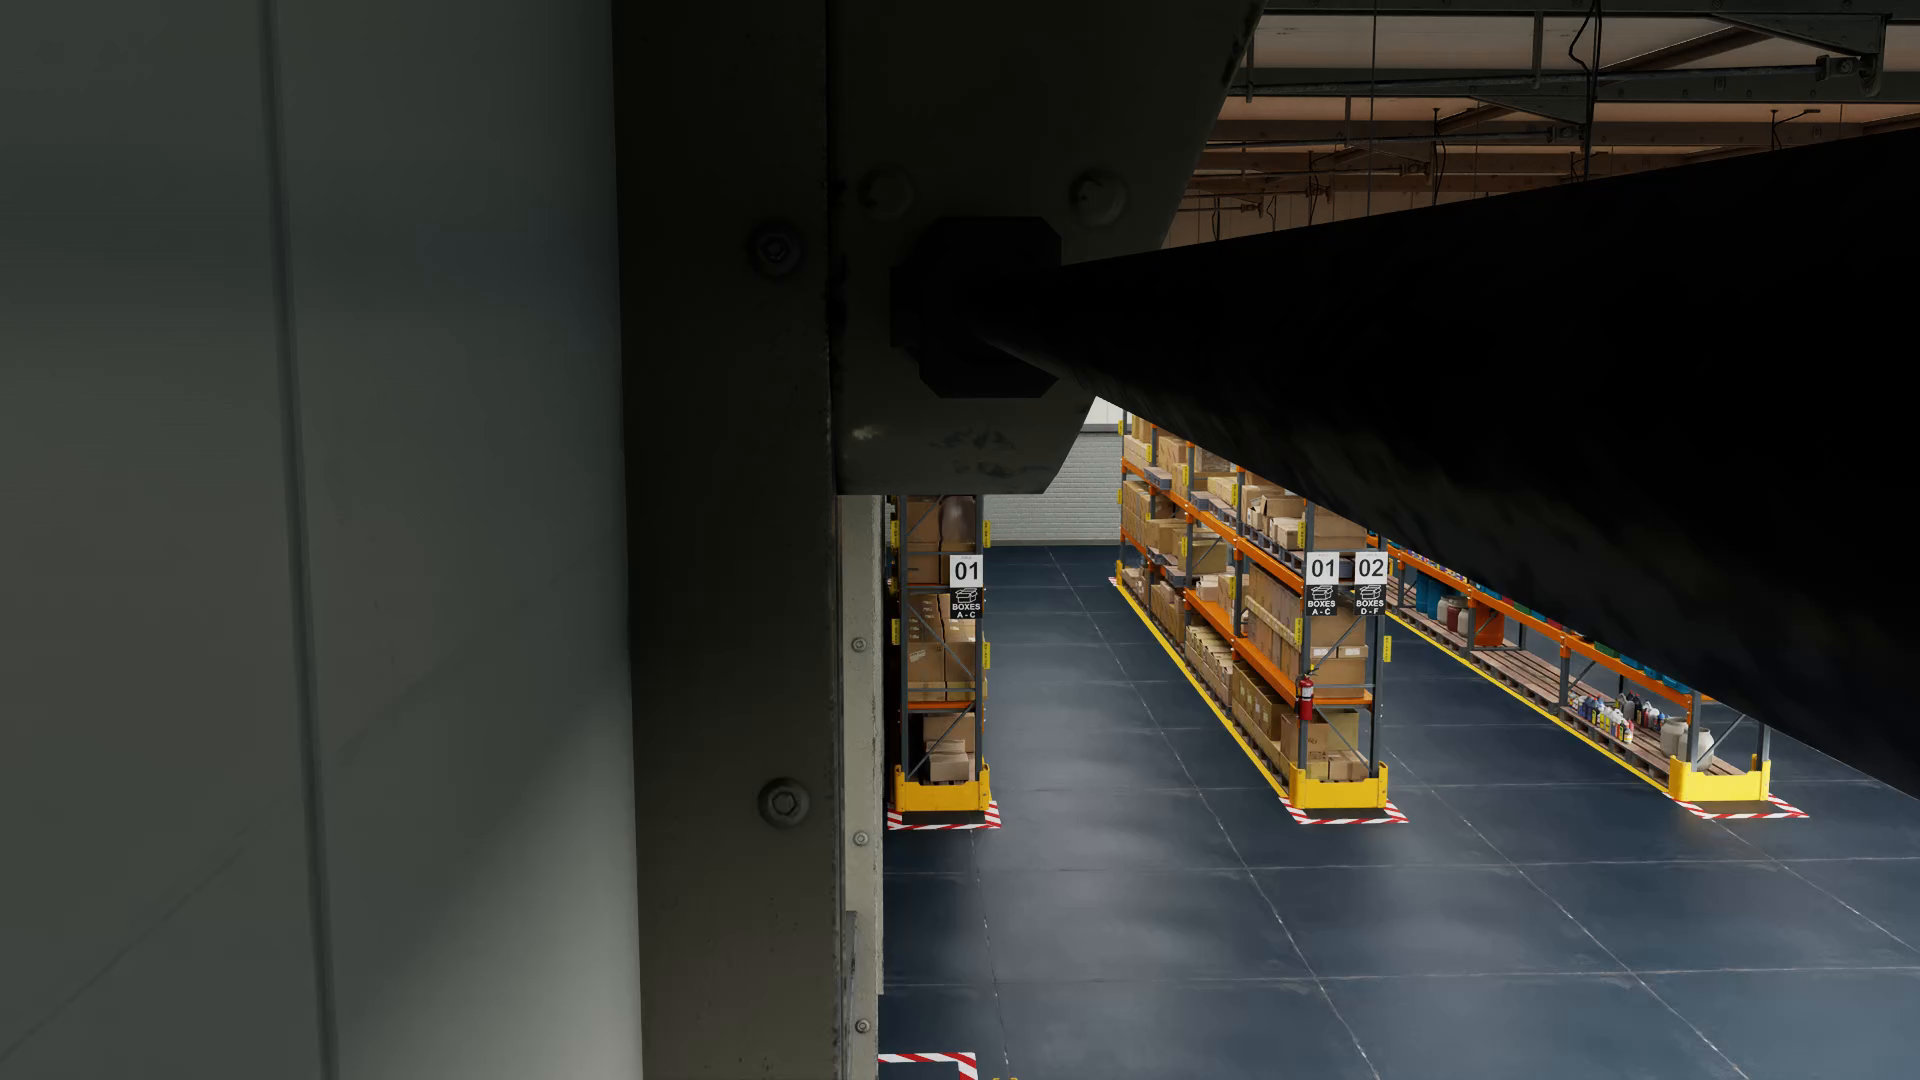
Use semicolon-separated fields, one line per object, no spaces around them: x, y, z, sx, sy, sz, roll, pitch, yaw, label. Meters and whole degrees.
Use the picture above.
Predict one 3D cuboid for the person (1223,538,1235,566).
5.839;0.181;36.337;0.583;1.679;0.891;-5;10;-32;person
